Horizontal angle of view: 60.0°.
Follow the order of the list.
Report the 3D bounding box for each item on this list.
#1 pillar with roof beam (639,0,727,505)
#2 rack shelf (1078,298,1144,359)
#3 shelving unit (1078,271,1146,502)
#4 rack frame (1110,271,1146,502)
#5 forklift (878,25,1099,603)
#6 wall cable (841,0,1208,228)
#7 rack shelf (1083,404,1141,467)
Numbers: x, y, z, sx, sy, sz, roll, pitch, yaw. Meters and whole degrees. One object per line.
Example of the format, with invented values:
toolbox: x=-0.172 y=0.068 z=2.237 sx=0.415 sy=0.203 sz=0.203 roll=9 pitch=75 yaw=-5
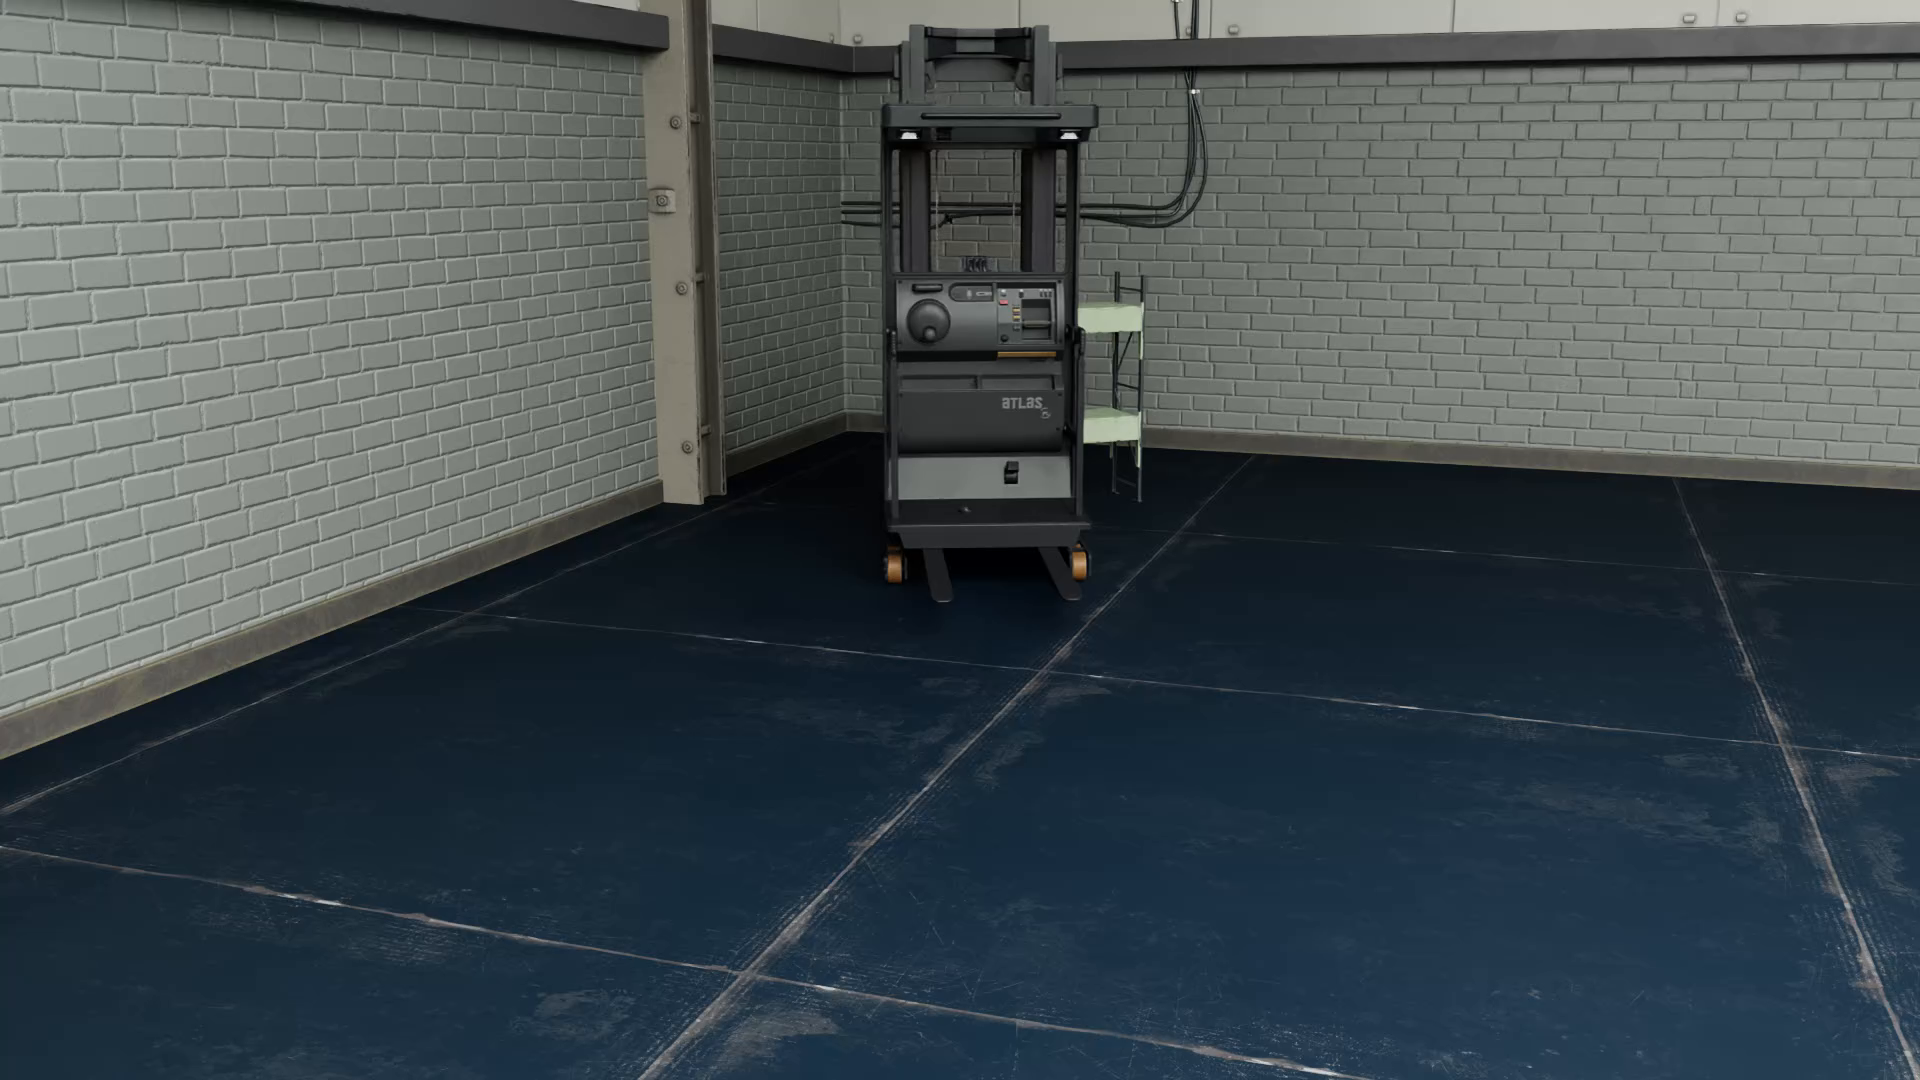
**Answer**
pillar with roof beam: x=2.272 y=-4.363 z=8.881 sx=9.100 sy=9.000 sz=0.400 roll=4 pitch=14 yaw=18
rack shelf: x=0.781 y=-1.373 z=10.877 sx=0.720 sy=0.370 sz=0.431 roll=-5 pitch=14 yaw=-22
shelving unit: x=0.781 y=-0.992 z=10.963 sx=0.755 sy=1.500 sz=0.431 roll=-5 pitch=14 yaw=-22
rack frame: x=1.120 y=-1.023 z=11.098 sx=0.023 sy=1.500 sz=0.400 roll=-5 pitch=14 yaw=-22
forklift: x=0.127 y=-1.266 z=8.948 sx=1.130 sy=2.935 sz=3.031 roll=-1 pitch=13 yaw=-4
wall cable: x=0.403 y=-3.684 z=12.885 sx=3.097 sy=2.526 sz=0.112 roll=4 pitch=14 yaw=18
rack shelf: x=0.781 y=-0.674 z=11.035 sx=0.720 sy=0.370 sz=0.431 roll=-5 pitch=14 yaw=-22
